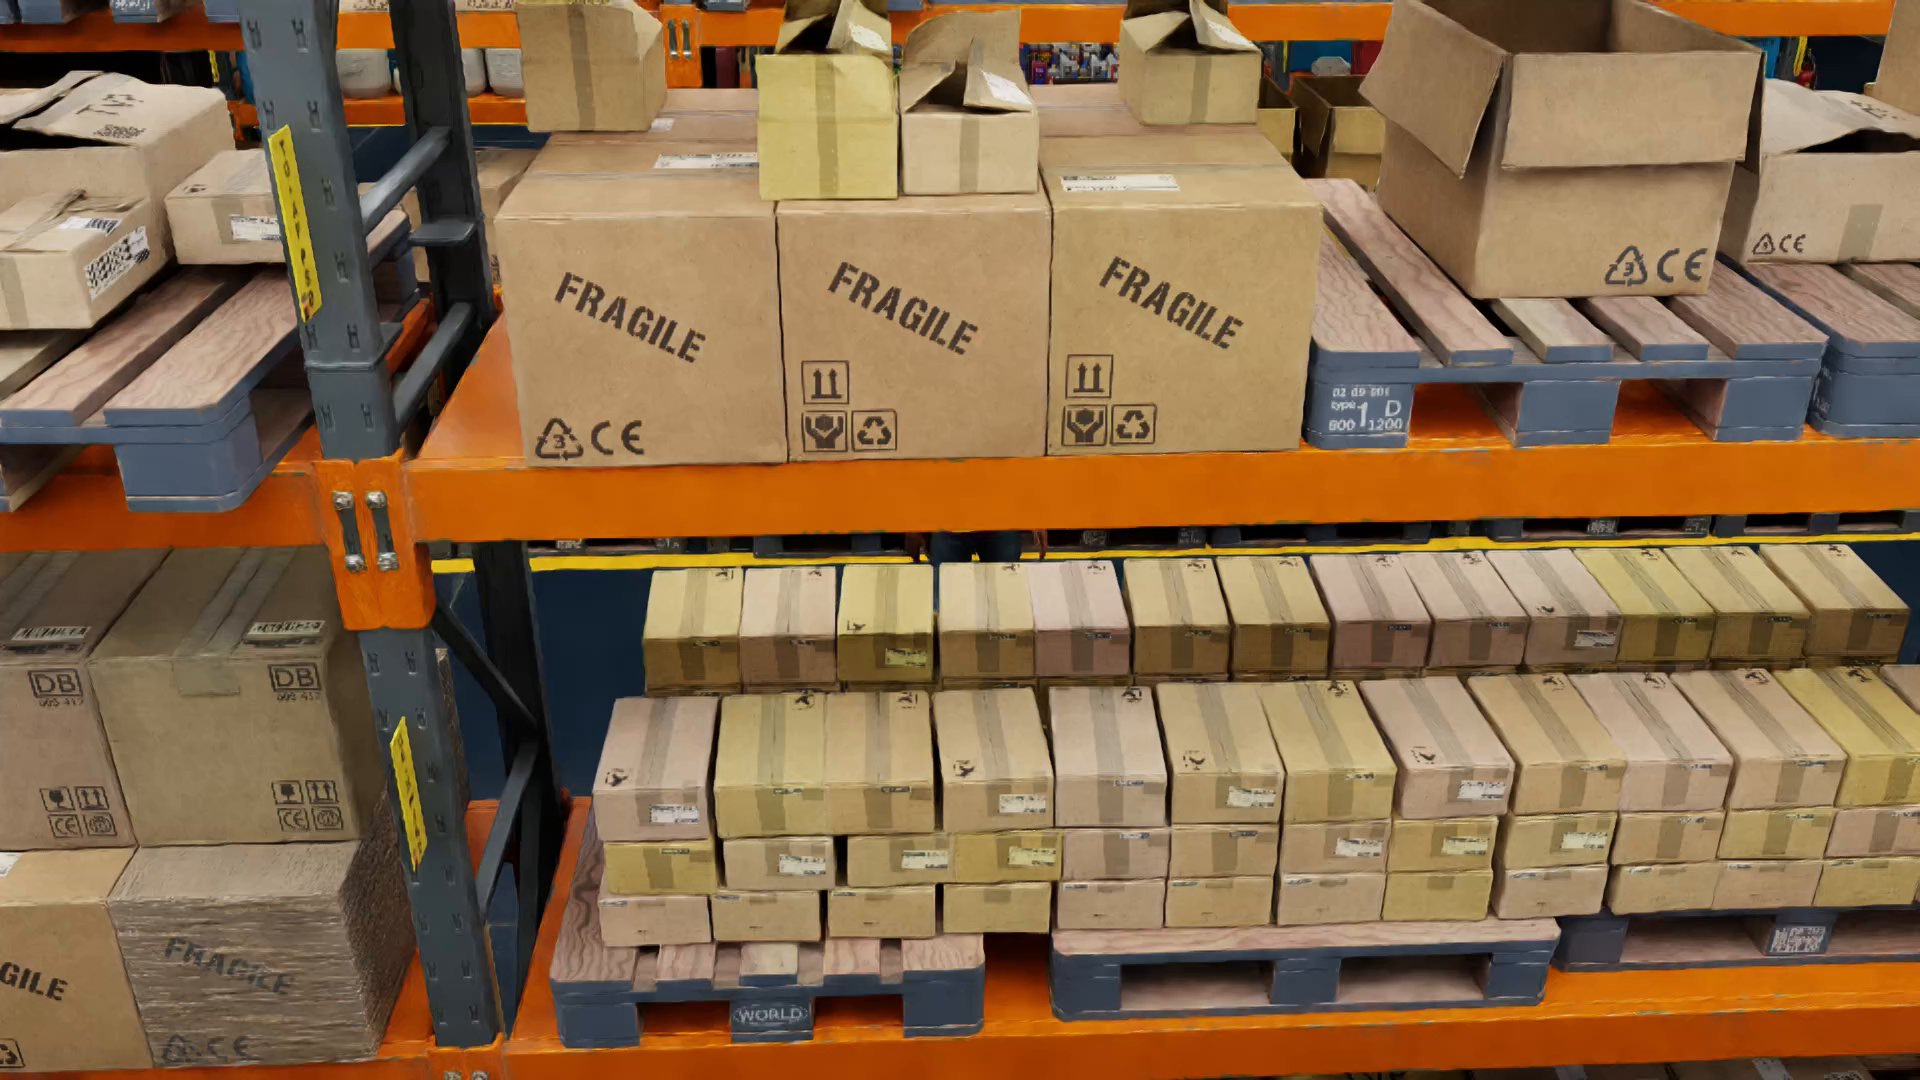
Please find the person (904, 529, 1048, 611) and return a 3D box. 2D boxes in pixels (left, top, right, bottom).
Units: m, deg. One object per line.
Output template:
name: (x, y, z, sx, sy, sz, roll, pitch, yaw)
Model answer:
person: (0.058, -0.068, 7.170, 0.627, 1.772, 0.385, -4, 28, -8)
